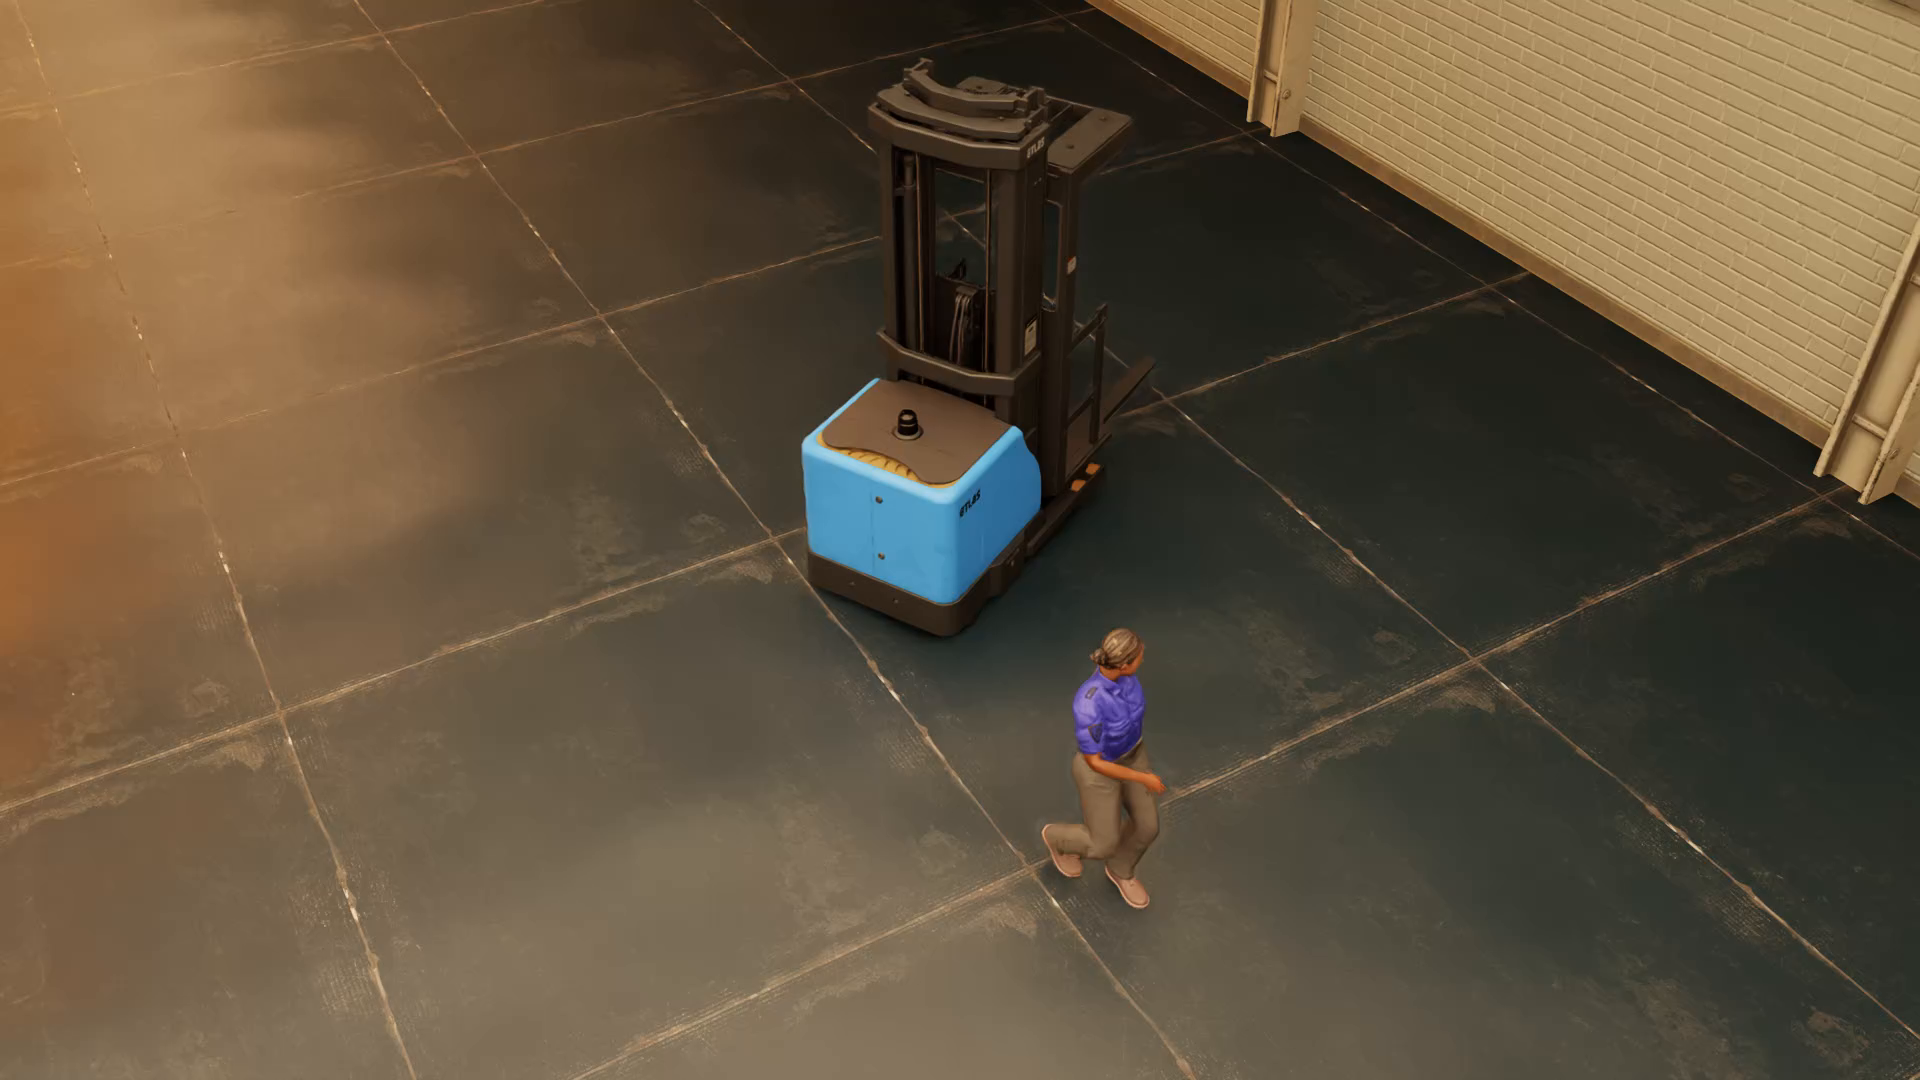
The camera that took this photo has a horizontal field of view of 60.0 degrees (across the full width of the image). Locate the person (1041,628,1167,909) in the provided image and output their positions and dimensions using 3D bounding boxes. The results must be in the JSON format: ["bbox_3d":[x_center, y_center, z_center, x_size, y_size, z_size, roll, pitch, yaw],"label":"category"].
[{"bbox_3d":[0.753,1.044,7.830,0.600,1.603,0.603,-30,48,-31],"label":"person"}]

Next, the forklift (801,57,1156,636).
[{"bbox_3d":[0.285,-1.493,9.836,1.130,2.935,3.031,21,44,24],"label":"forklift"}]
